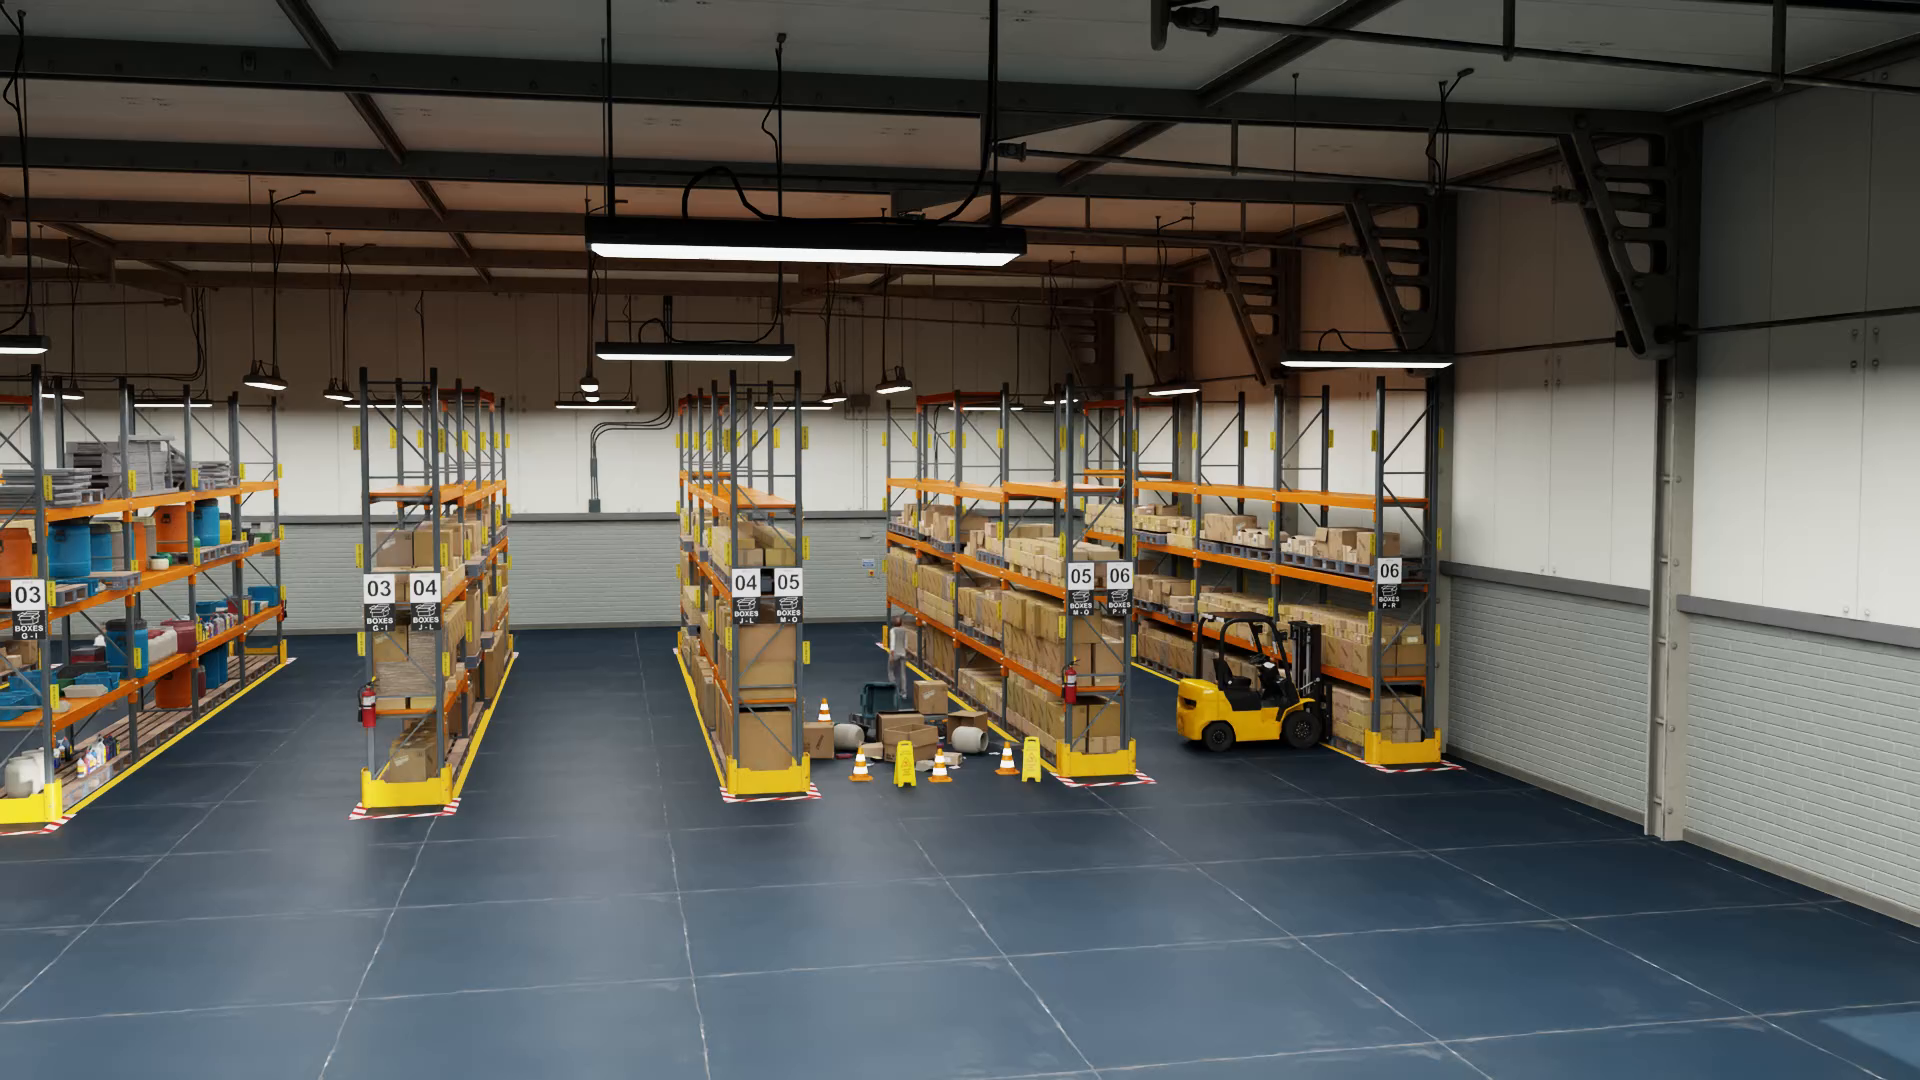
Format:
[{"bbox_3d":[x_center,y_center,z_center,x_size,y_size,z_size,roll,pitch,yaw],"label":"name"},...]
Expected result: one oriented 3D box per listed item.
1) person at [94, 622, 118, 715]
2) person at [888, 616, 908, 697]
[{"bbox_3d":[-15.781,2.356,30.738,0.516,1.672,0.718,-1,4,-21],"label":"person"},{"bbox_3d":[-1.191,2.292,32.461,0.442,1.615,0.618,-2,4,-29],"label":"person"}]
